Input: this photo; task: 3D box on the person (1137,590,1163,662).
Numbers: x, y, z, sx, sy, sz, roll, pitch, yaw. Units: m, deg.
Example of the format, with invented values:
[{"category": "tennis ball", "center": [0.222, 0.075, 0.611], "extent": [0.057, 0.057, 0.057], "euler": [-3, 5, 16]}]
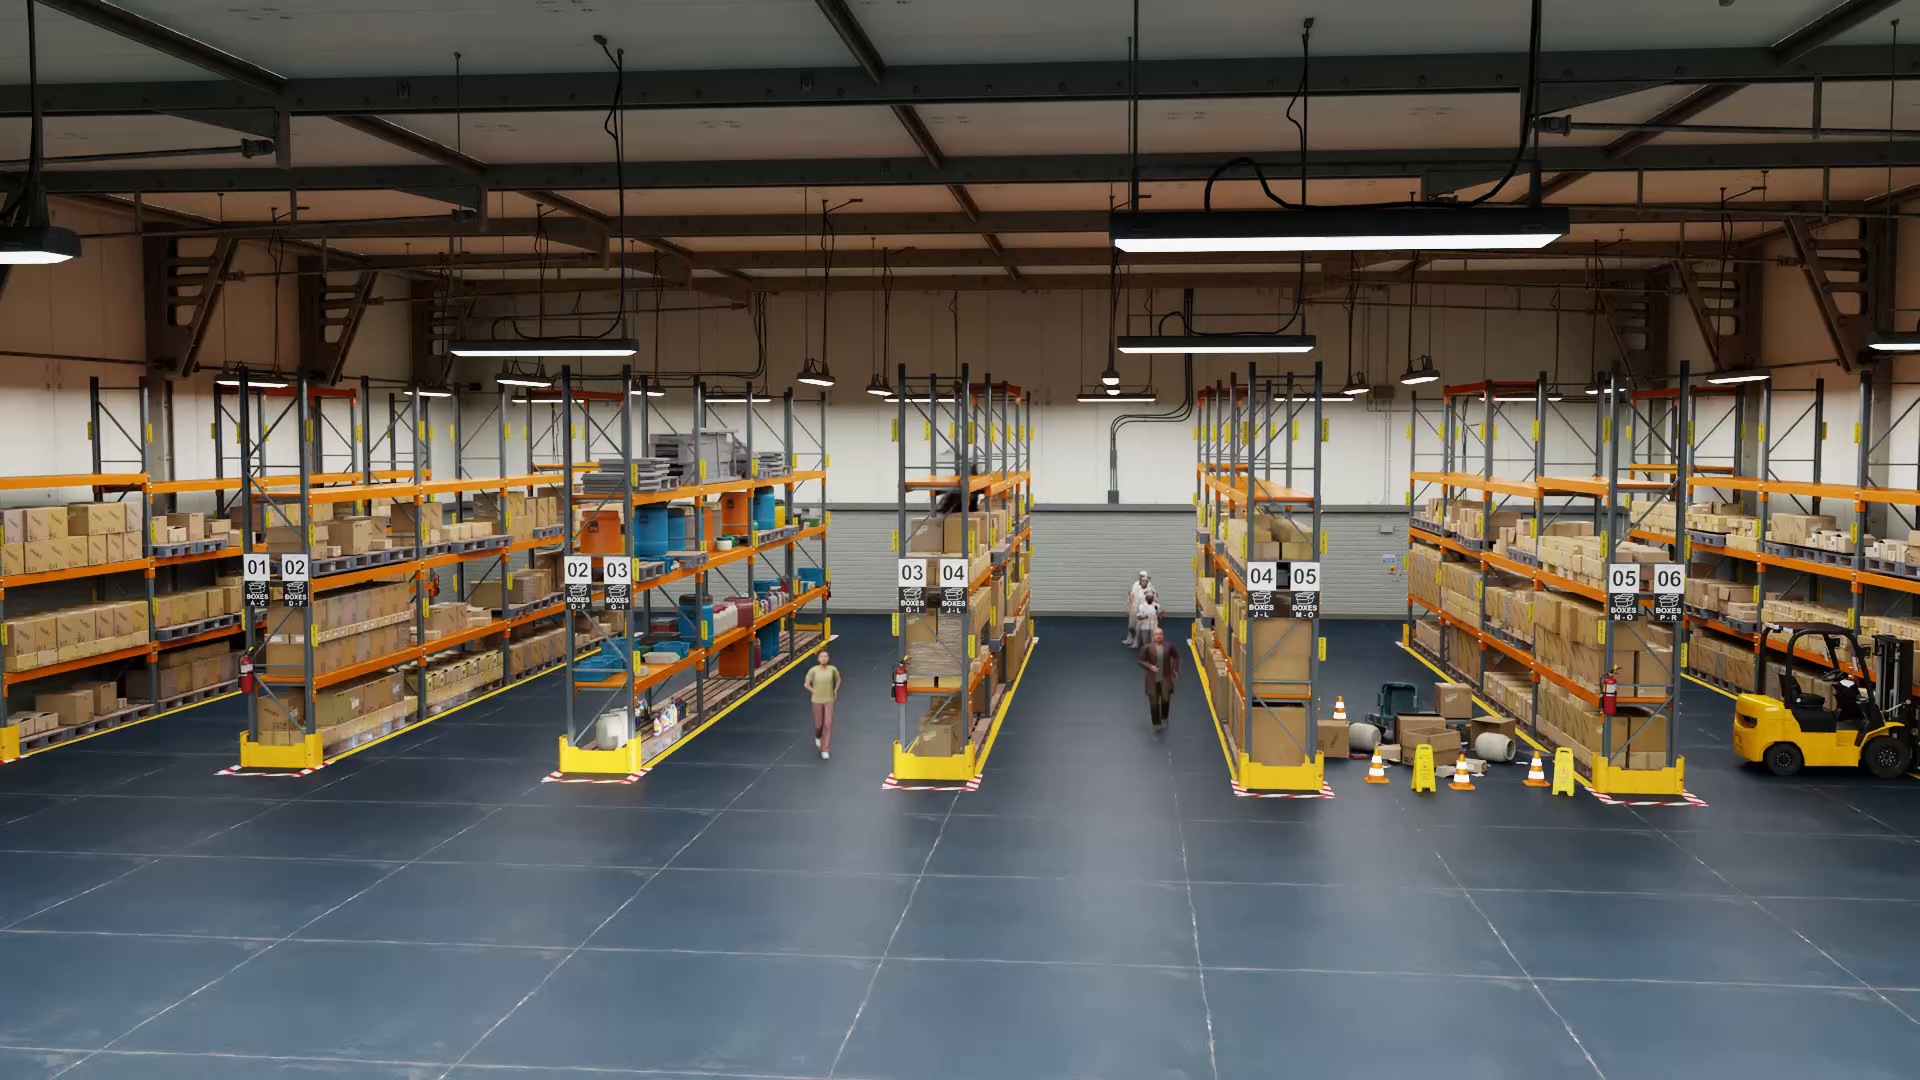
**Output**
[{"category": "person", "center": [3.994, 1.915, 34.980], "extent": [0.562, 1.754, 0.735], "euler": [0, 4, 5]}]

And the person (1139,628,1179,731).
[{"category": "person", "center": [3.326, 2.342, 27.773], "extent": [0.686, 1.742, 0.670], "euler": [0, 4, 3]}]

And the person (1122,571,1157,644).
[{"category": "person", "center": [4.288, 1.604, 39.528], "extent": [0.741, 1.727, 0.819], "euler": [3, 5, 39]}]

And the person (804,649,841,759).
[{"category": "person", "center": [-2.115, 2.506, 25.729], "extent": [0.590, 1.643, 0.880], "euler": [-1, 4, -11]}]

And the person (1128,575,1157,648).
[{"category": "person", "center": [4.217, 1.666, 38.647], "extent": [0.735, 1.727, 0.569], "euler": [2, 4, 22]}]
